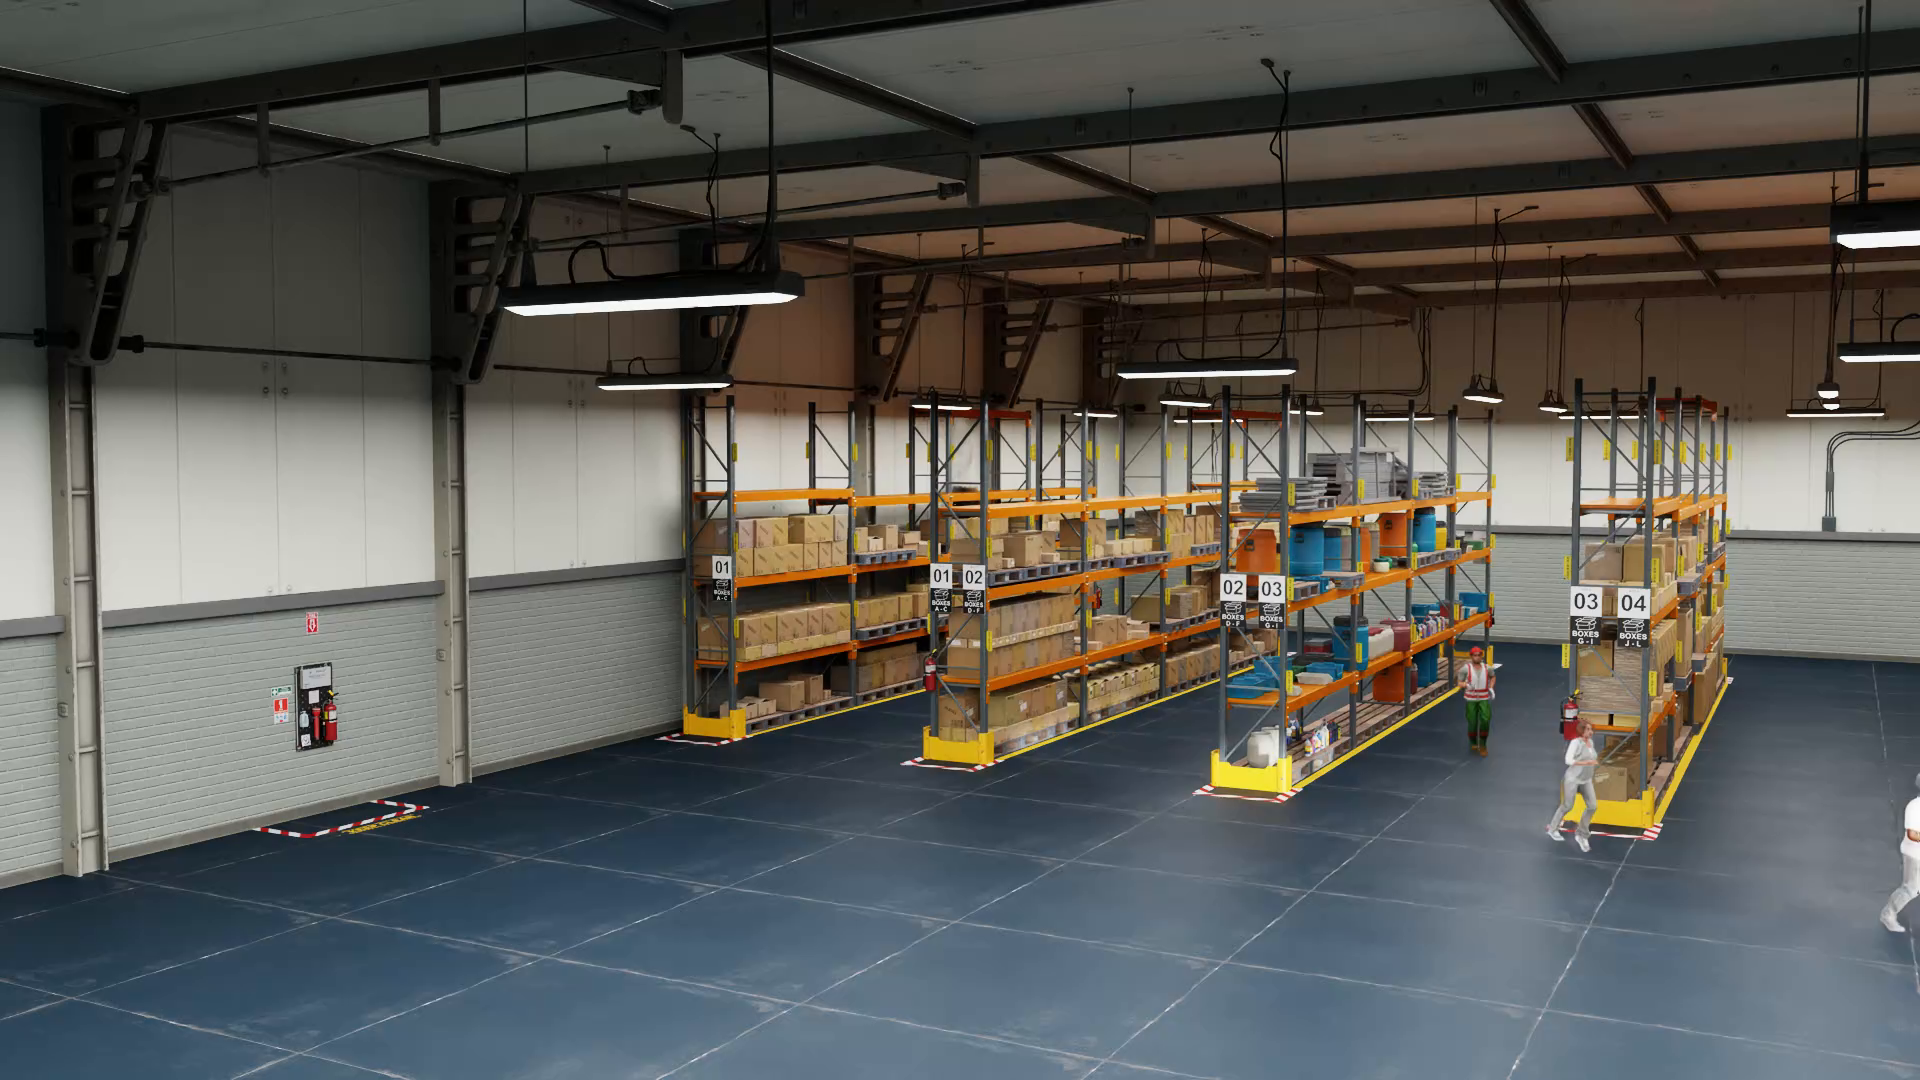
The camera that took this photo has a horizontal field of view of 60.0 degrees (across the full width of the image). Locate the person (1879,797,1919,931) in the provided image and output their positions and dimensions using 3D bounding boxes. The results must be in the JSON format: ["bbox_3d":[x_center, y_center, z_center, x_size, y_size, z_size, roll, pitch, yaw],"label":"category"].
[{"bbox_3d":[9.806,3.237,16.957,0.728,1.790,0.840,-2,3,-28],"label":"person"}]

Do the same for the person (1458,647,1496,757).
[{"bbox_3d":[8.539,2.671,27.449,0.628,1.814,0.733,1,3,11],"label":"person"}]

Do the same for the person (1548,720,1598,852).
[{"bbox_3d":[7.852,3.099,21.099,0.536,1.638,0.700,-1,3,-25],"label":"person"}]
